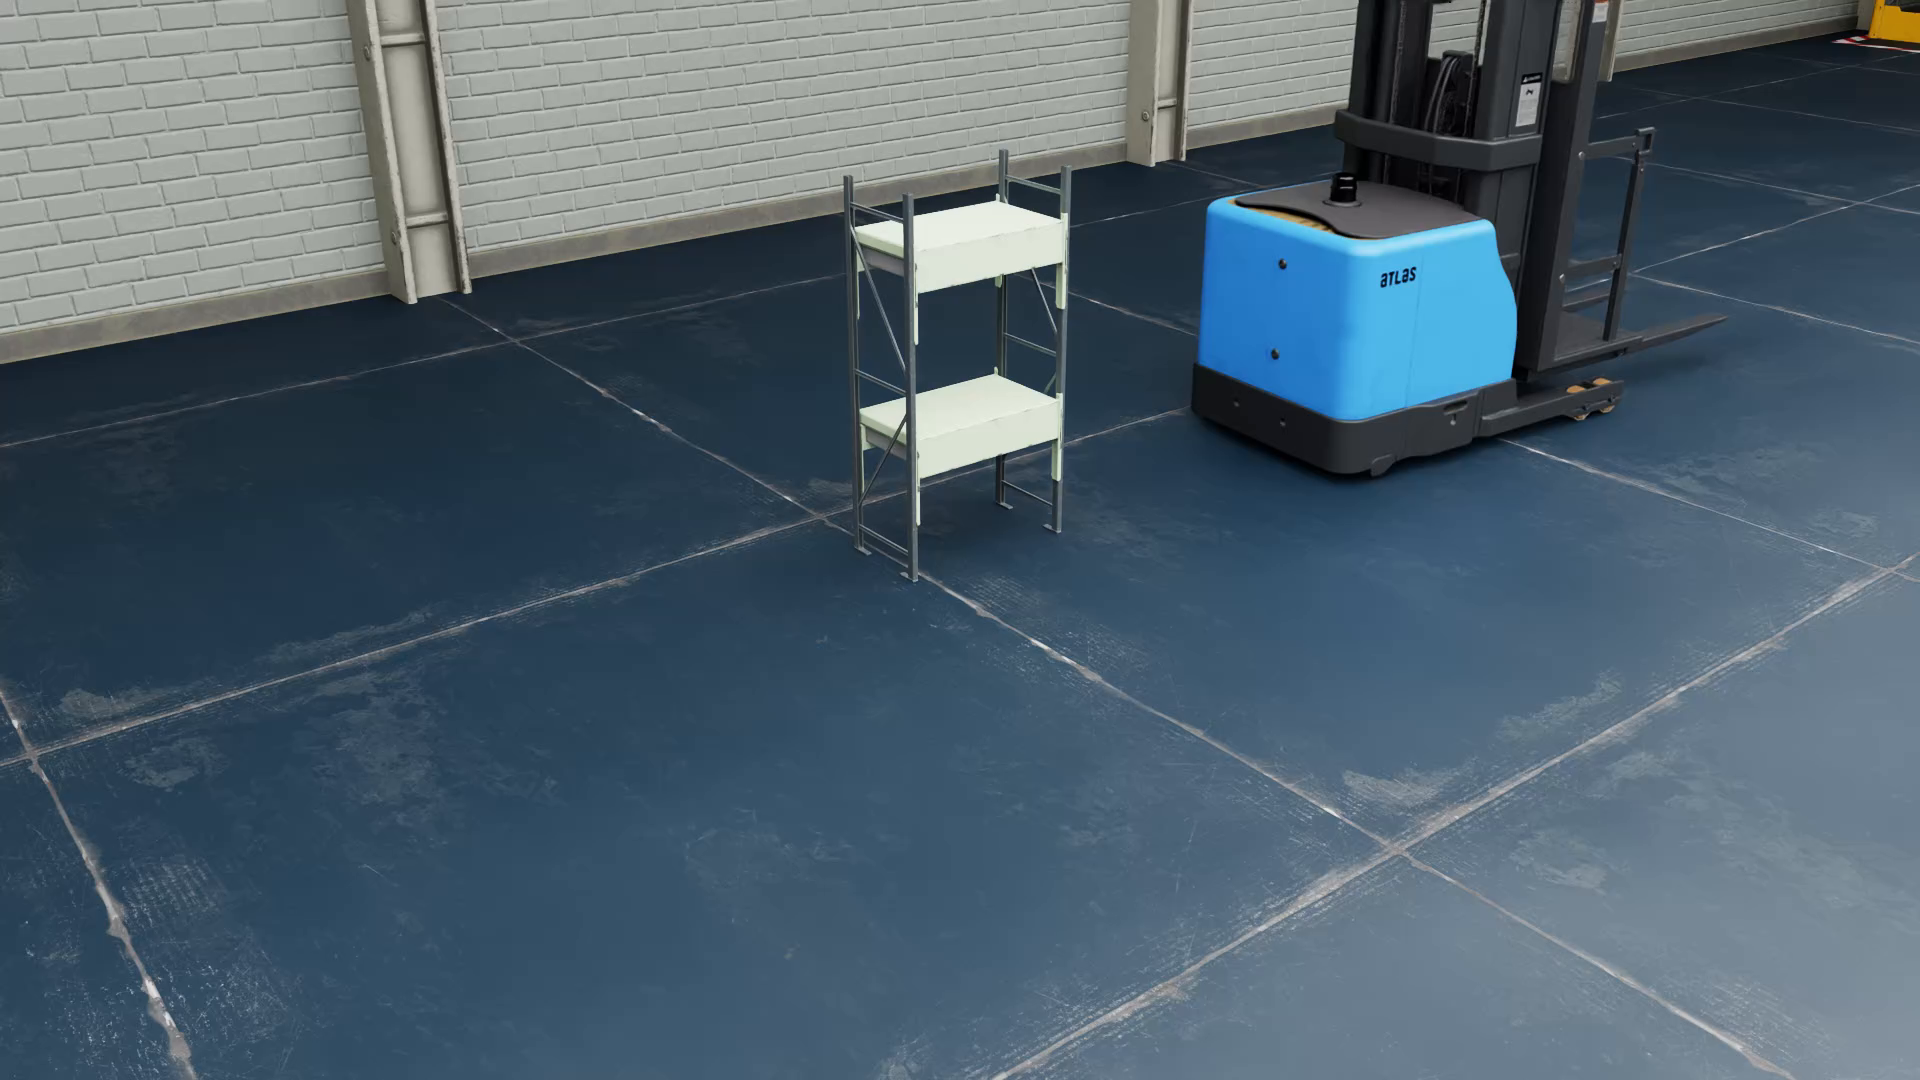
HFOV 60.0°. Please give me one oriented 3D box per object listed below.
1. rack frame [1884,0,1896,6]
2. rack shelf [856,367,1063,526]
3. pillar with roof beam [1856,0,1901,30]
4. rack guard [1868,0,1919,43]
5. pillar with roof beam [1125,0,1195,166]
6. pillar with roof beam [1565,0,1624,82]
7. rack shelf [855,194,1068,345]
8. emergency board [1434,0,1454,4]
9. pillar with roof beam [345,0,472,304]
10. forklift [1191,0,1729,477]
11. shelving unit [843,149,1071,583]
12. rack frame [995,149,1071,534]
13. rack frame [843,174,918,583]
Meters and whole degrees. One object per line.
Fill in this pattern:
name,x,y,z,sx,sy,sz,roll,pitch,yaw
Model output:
rack frame,10.983,-7.049,18.375,0.127,3.000,1.000,-18,31,-34
rack shelf,-0.005,-0.383,6.568,0.720,0.370,0.431,-18,31,-34
pillar with roof beam,13.657,-8.812,15.048,0.400,9.000,9.100,-18,31,-34
rack guard,11.043,-5.935,18.944,0.348,0.500,1.175,-18,31,-34
pillar with roof beam,4.214,-5.695,8.332,0.400,9.000,9.100,-18,31,-34
pillar with roof beam,8.935,-7.254,11.690,0.400,9.000,9.100,-18,31,-34
rack shelf,-0.005,-1.033,6.266,0.720,0.370,0.431,-18,31,-34
emergency board,4.293,-5.333,14.678,0.626,1.169,0.157,-18,31,-34
pillar with roof beam,-0.508,-4.136,4.973,0.400,9.000,9.100,-18,31,-34
forklift,2.610,-2.070,7.728,3.031,2.935,1.130,-16,29,-30
shelving unit,-0.005,-0.679,6.431,0.755,1.500,0.431,-18,31,-34
rack frame,0.283,-0.774,6.635,0.023,1.500,0.400,-18,31,-34
rack frame,-0.293,-0.583,6.226,0.023,1.500,0.400,-18,31,-34
